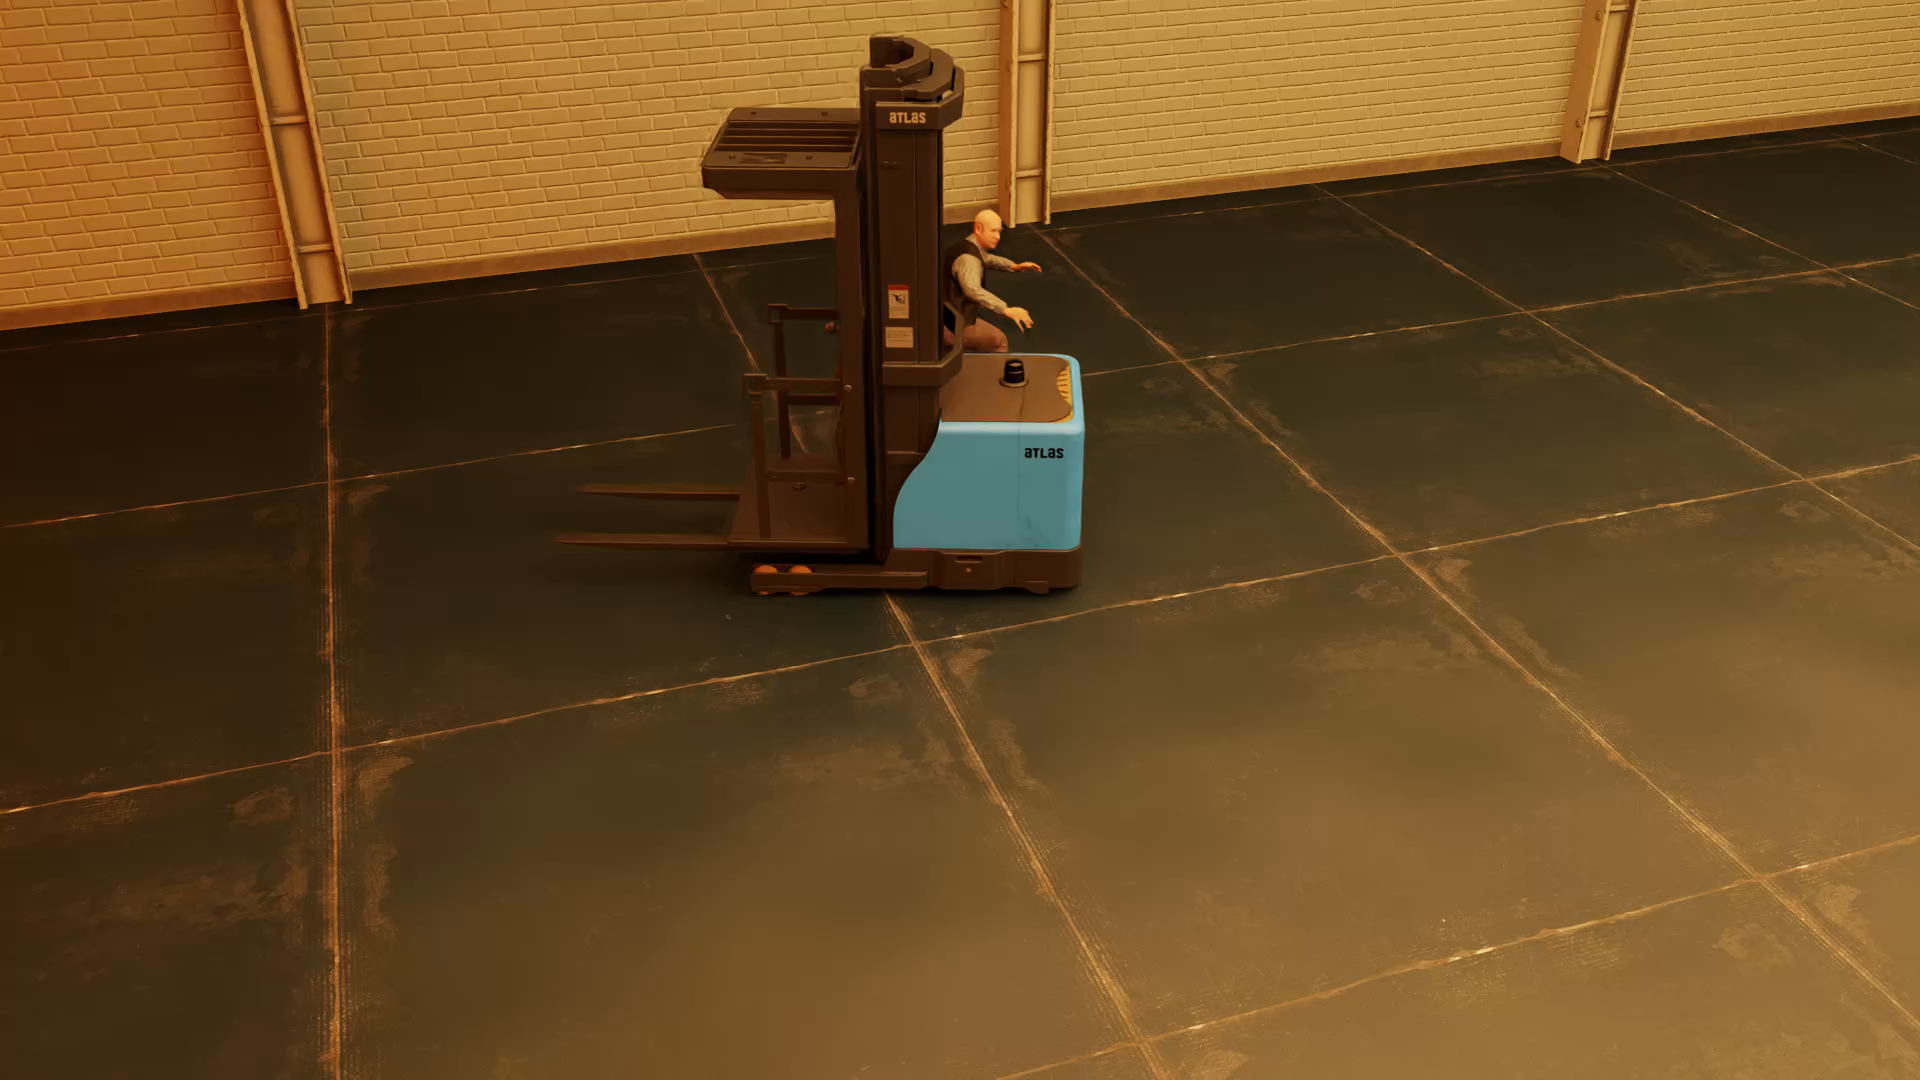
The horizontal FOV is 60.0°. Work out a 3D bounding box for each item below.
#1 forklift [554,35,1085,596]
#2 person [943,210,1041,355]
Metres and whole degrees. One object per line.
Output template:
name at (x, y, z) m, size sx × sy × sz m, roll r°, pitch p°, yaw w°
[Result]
forklift at (-0.813, -1.217, 9.202) m, size 3.031 × 2.935 × 1.130 m, roll 1°, pitch 30°, yaw 1°
person at (0.216, -1.422, 10.990) m, size 0.928 × 1.476 × 0.960 m, roll -17°, pitch 34°, yaw -28°
